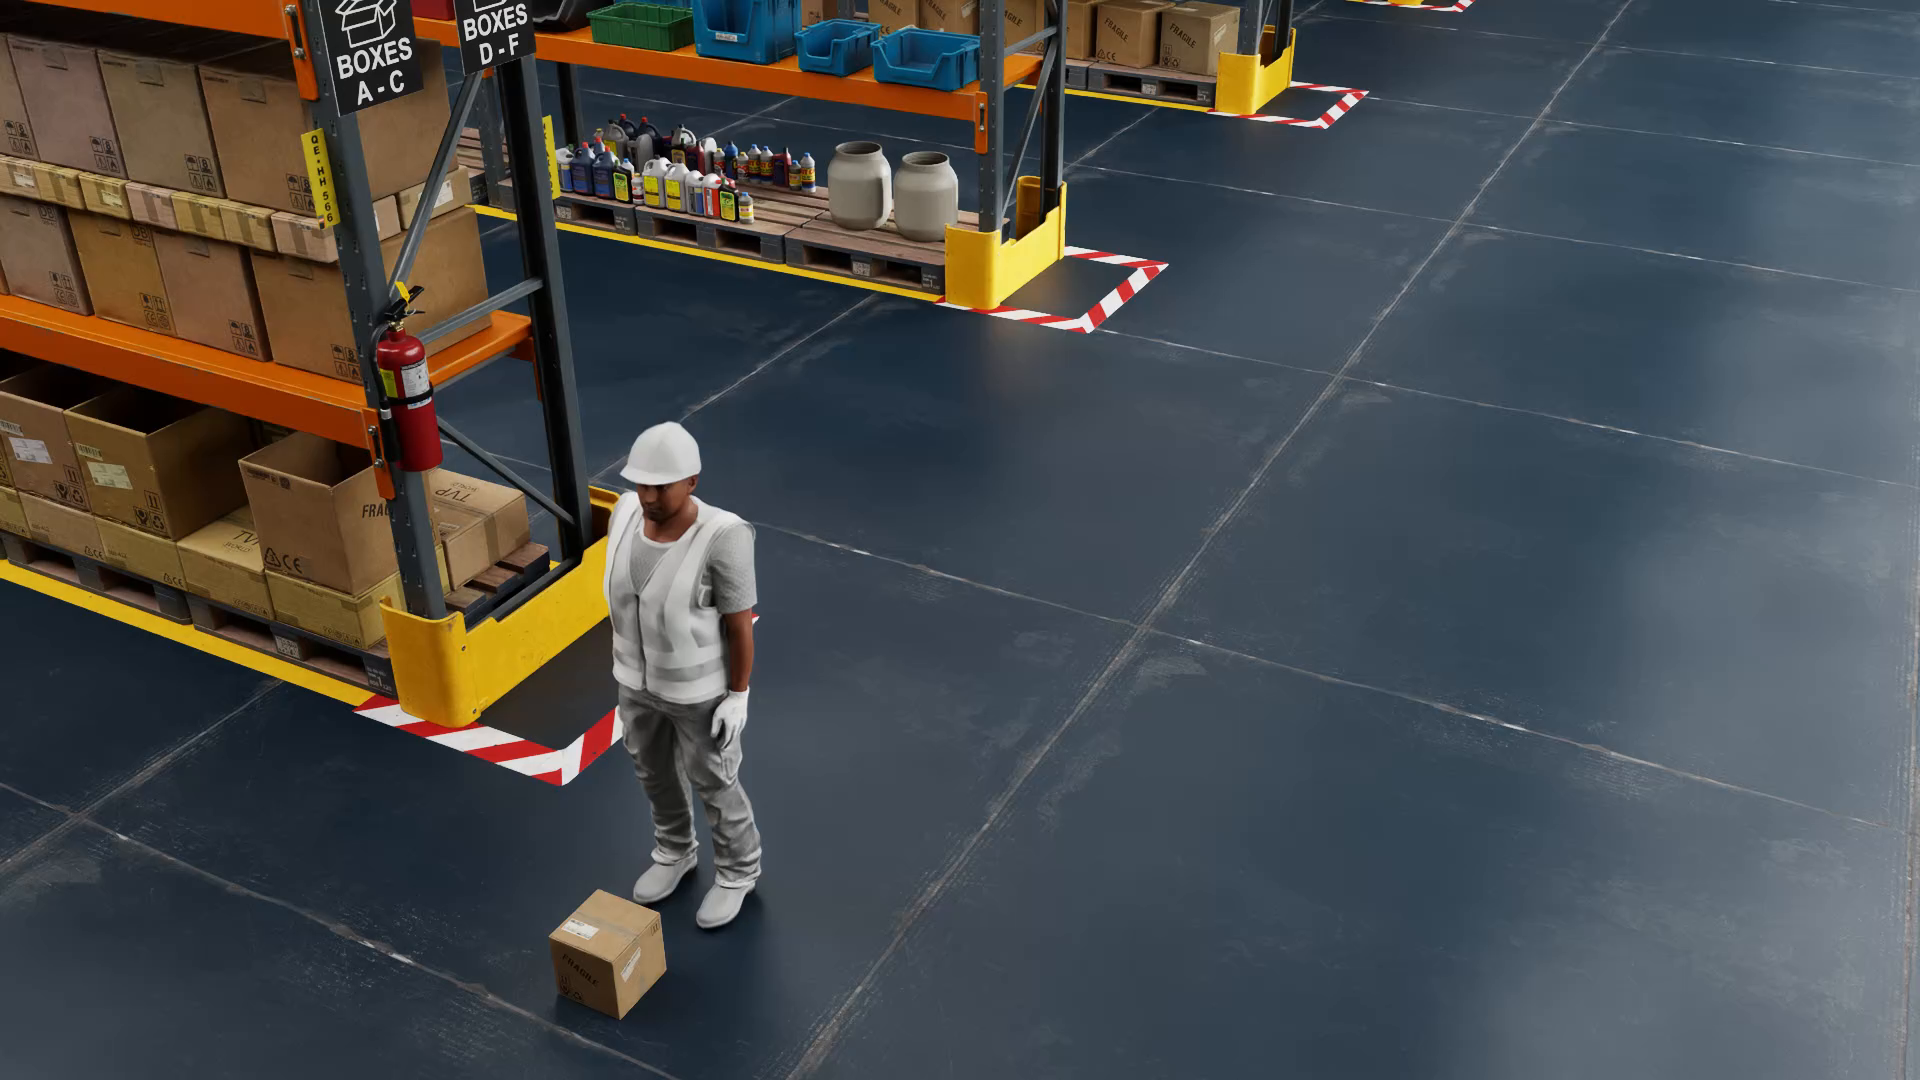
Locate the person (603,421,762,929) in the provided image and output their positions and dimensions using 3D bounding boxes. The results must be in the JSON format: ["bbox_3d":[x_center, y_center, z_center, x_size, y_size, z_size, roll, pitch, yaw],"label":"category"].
[{"bbox_3d":[-0.893,0.445,5.334,0.540,1.780,0.357,15,33,25],"label":"person"}]
